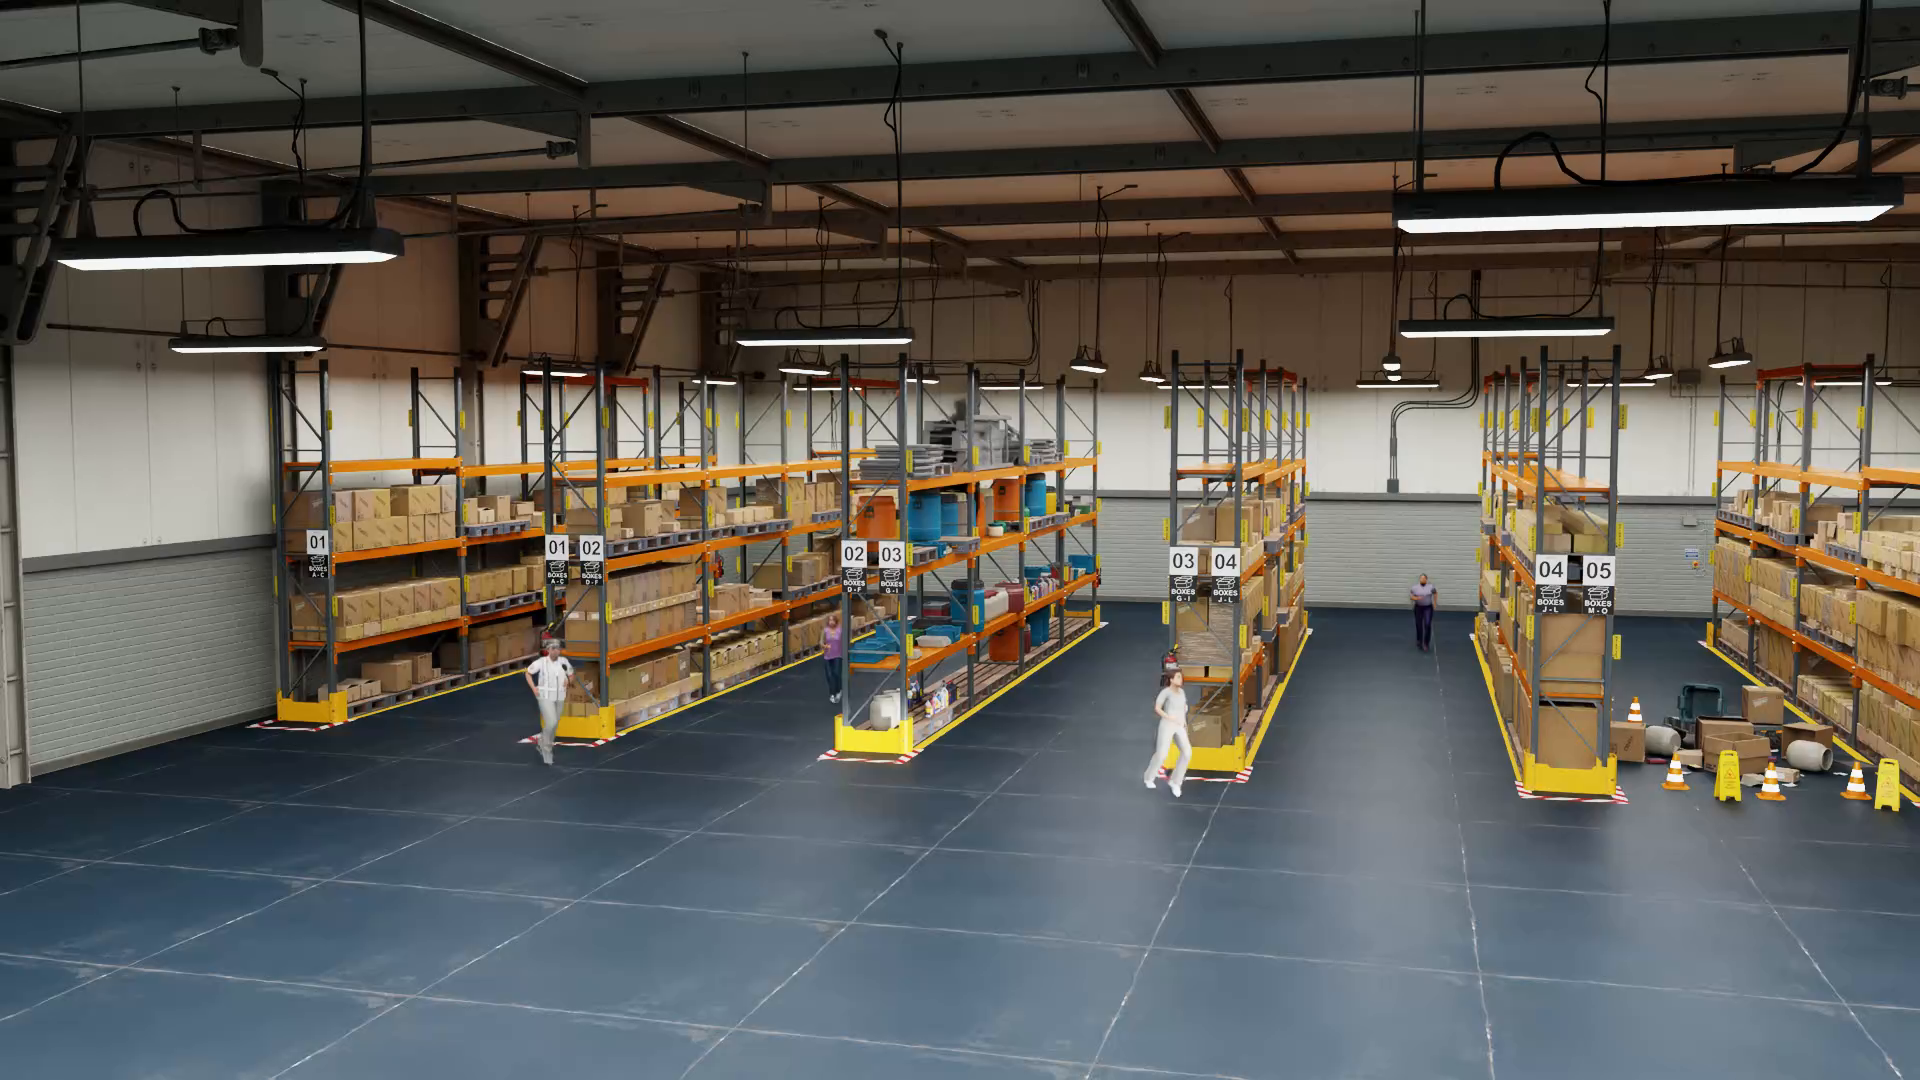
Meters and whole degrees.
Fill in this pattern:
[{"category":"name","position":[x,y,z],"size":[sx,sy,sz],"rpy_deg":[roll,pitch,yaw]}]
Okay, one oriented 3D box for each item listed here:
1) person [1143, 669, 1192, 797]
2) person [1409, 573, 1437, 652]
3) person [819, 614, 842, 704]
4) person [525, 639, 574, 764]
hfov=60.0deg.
[{"category":"person","position":[2.846,2.567,22.423],"size":[0.612,1.683,0.701],"rpy_deg":[-3,5,-31]},{"category":"person","position":[10.113,1.571,36.325],"size":[0.573,1.708,0.839],"rpy_deg":[1,4,18]},{"category":"person","position":[-2.227,2.093,29.301],"size":[0.510,1.578,0.644],"rpy_deg":[0,4,5]},{"category":"person","position":[-6.021,2.366,24.550],"size":[0.683,1.856,0.682],"rpy_deg":[-4,5,-41]}]
